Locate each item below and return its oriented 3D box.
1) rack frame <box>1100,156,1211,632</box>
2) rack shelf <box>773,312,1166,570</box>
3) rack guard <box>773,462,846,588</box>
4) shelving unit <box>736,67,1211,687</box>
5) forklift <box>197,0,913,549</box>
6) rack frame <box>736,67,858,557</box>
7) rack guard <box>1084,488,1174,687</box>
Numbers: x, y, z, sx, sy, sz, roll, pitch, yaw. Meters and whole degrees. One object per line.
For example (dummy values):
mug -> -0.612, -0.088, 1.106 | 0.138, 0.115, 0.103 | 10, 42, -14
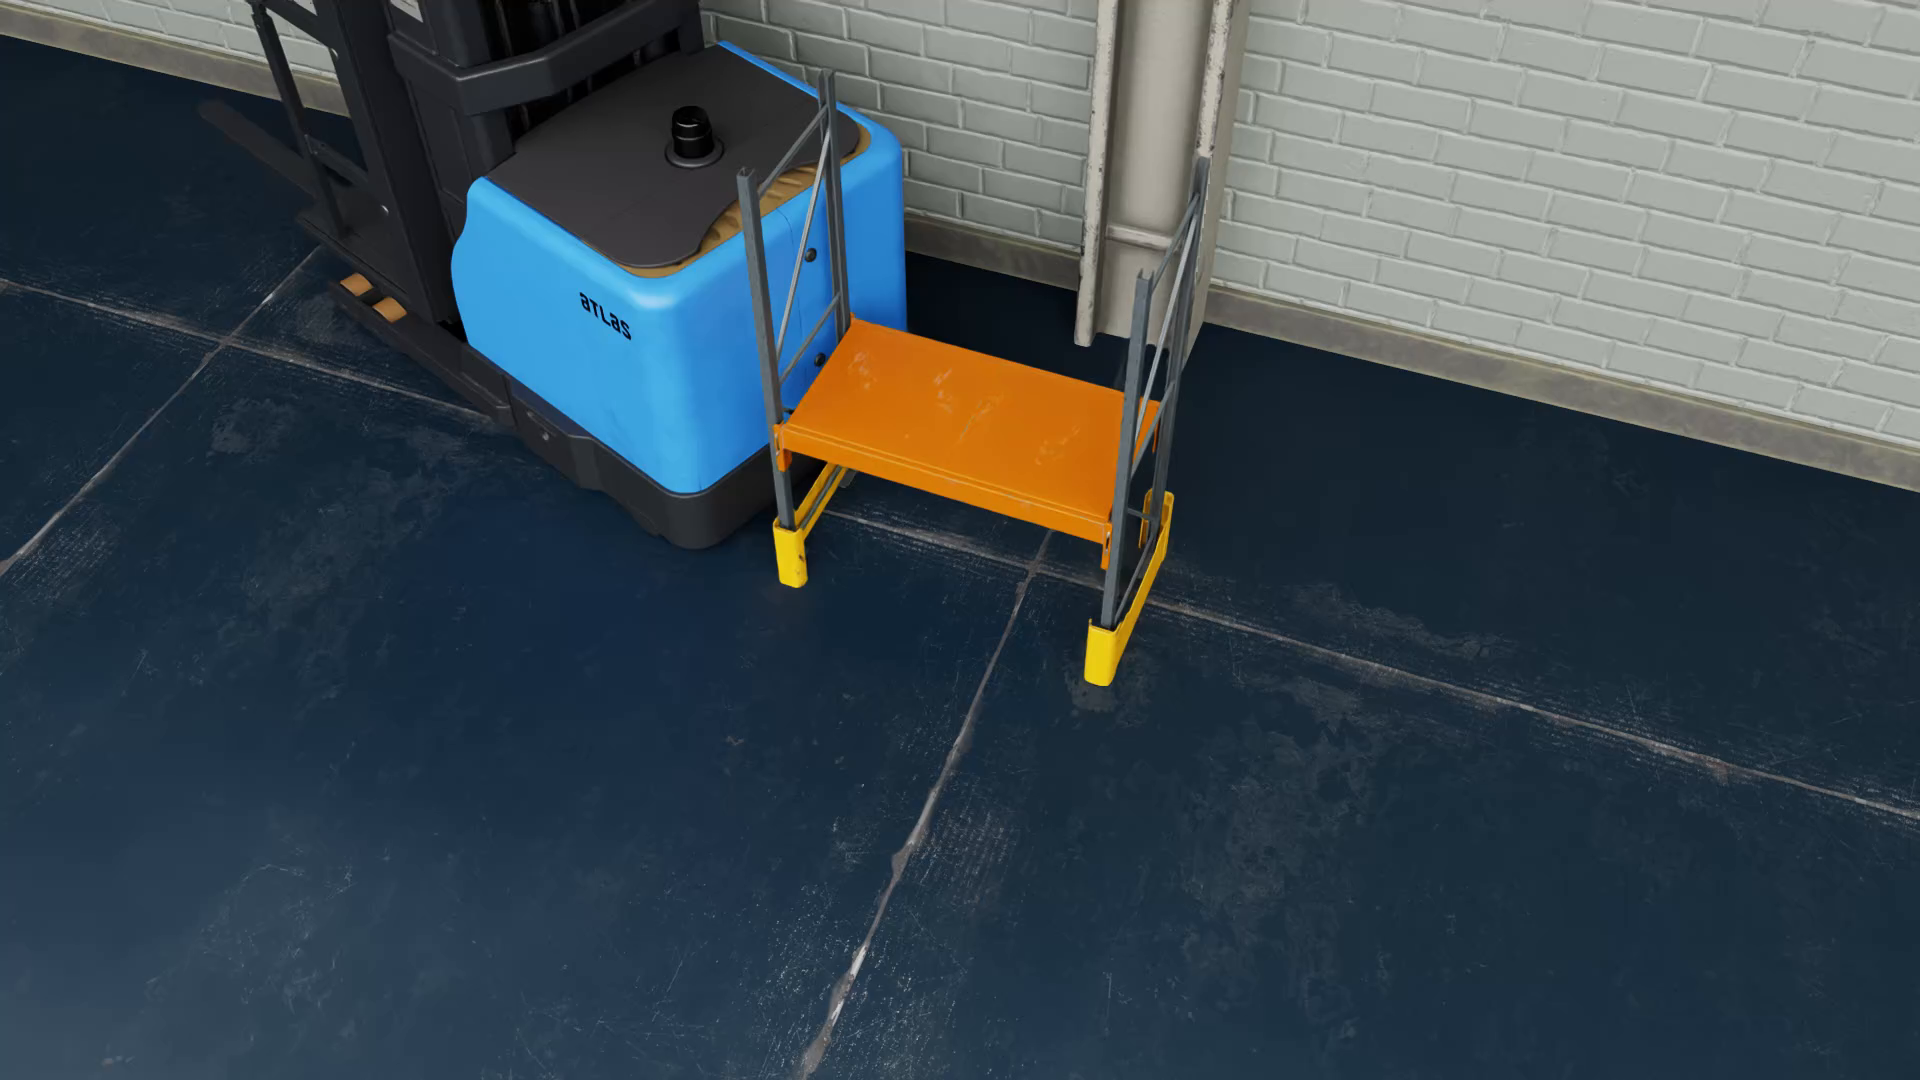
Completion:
rack frame -> 0.507, -0.273, 4.494 | 0.032, 1.500, 0.500 | 17, 51, 14
rack shelf -> 0.036, -0.299, 4.755 | 1.000, 0.185, 0.538 | 17, 51, 14
rack guard -> -0.417, -0.147, 5.212 | 0.087, 0.250, 0.587 | 17, 51, 14
shelving unit -> 0.045, -0.415, 4.617 | 1.083, 1.500, 0.587 | 17, 51, 14
forklift -> -1.589, -1.907, 4.964 | 3.031, 2.935, 1.130 | 34, 57, 26
rack frame -> -0.435, -0.561, 4.744 | 0.032, 1.500, 0.500 | 17, 51, 14
rack guard -> 0.506, 0.136, 4.967 | 0.087, 0.250, 0.587 | 17, 51, 14
